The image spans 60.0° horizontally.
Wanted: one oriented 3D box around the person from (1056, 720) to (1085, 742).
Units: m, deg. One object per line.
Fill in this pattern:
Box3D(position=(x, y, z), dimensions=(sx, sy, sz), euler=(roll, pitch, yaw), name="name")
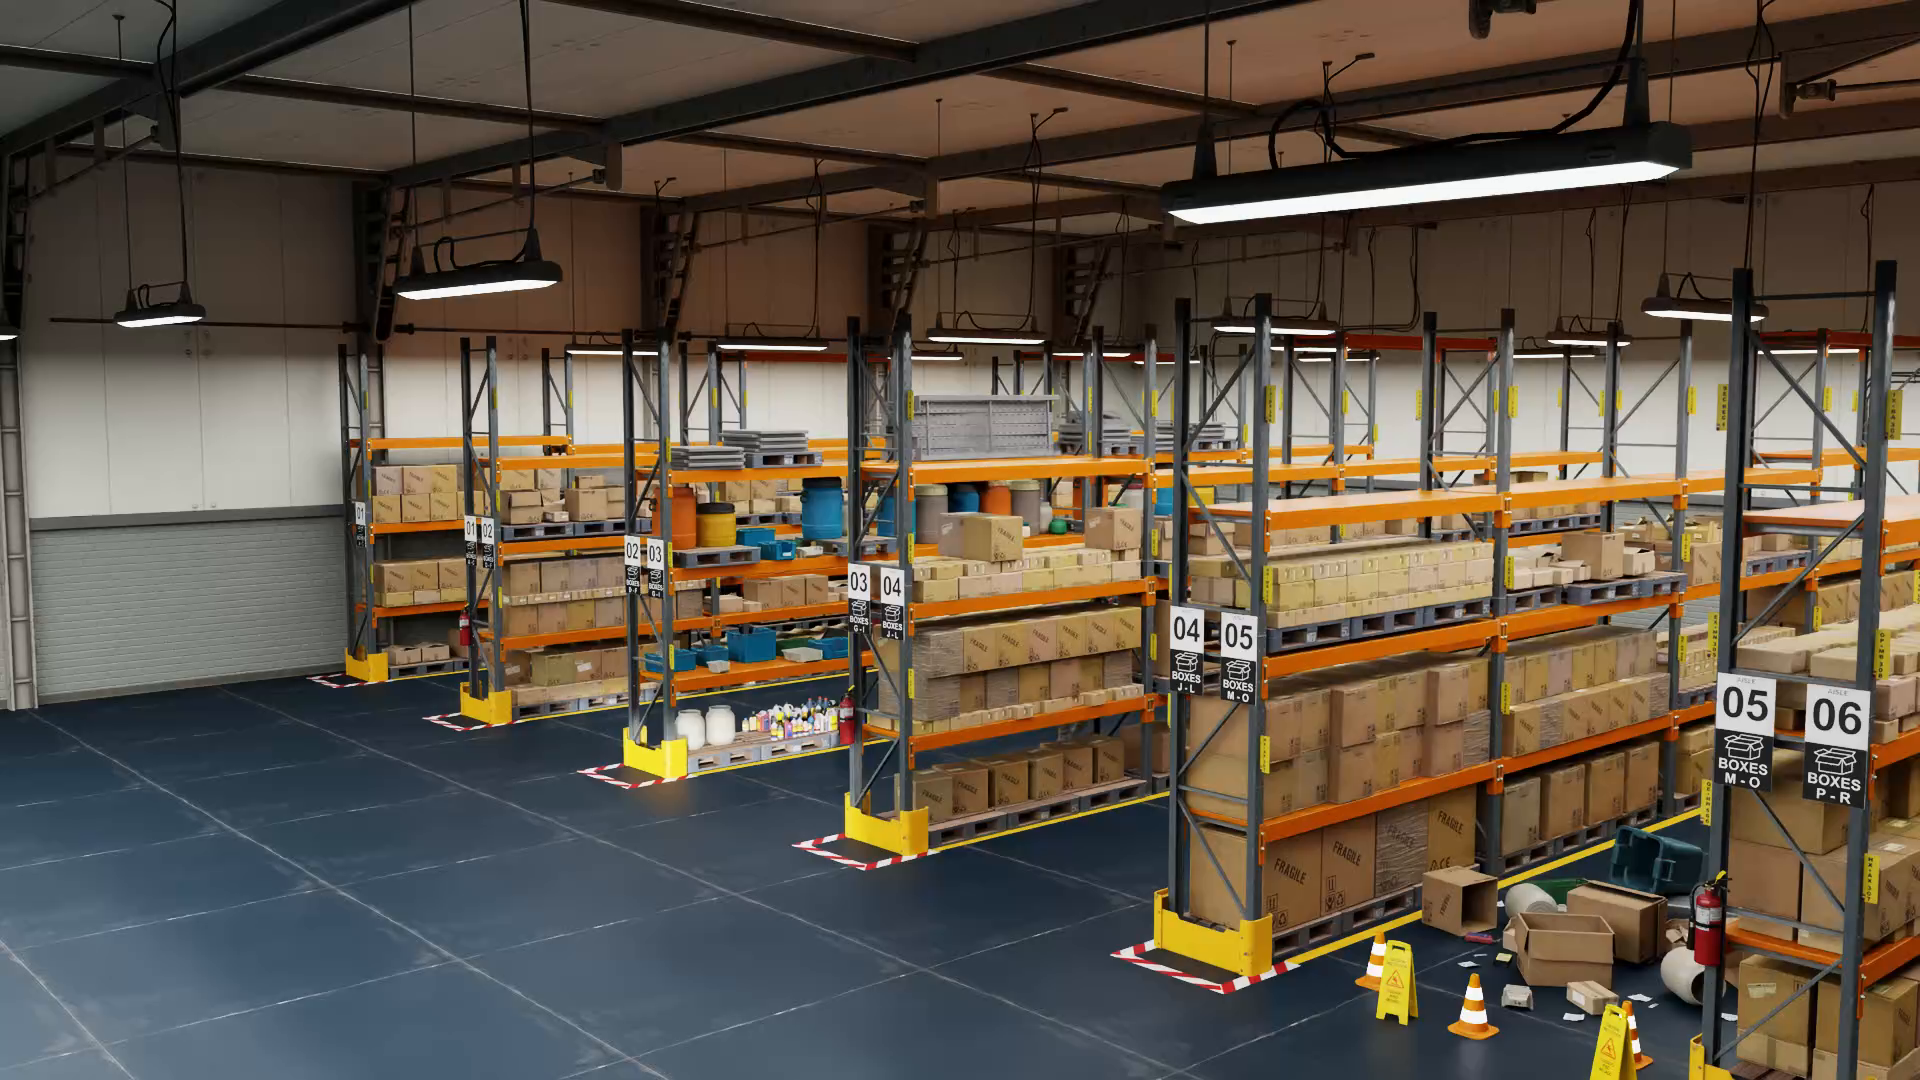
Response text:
Box3D(position=(1.469, 1.949, 23.248), dimensions=(0.805, 1.893, 0.643), euler=(-4, 6, -36), name="person")
